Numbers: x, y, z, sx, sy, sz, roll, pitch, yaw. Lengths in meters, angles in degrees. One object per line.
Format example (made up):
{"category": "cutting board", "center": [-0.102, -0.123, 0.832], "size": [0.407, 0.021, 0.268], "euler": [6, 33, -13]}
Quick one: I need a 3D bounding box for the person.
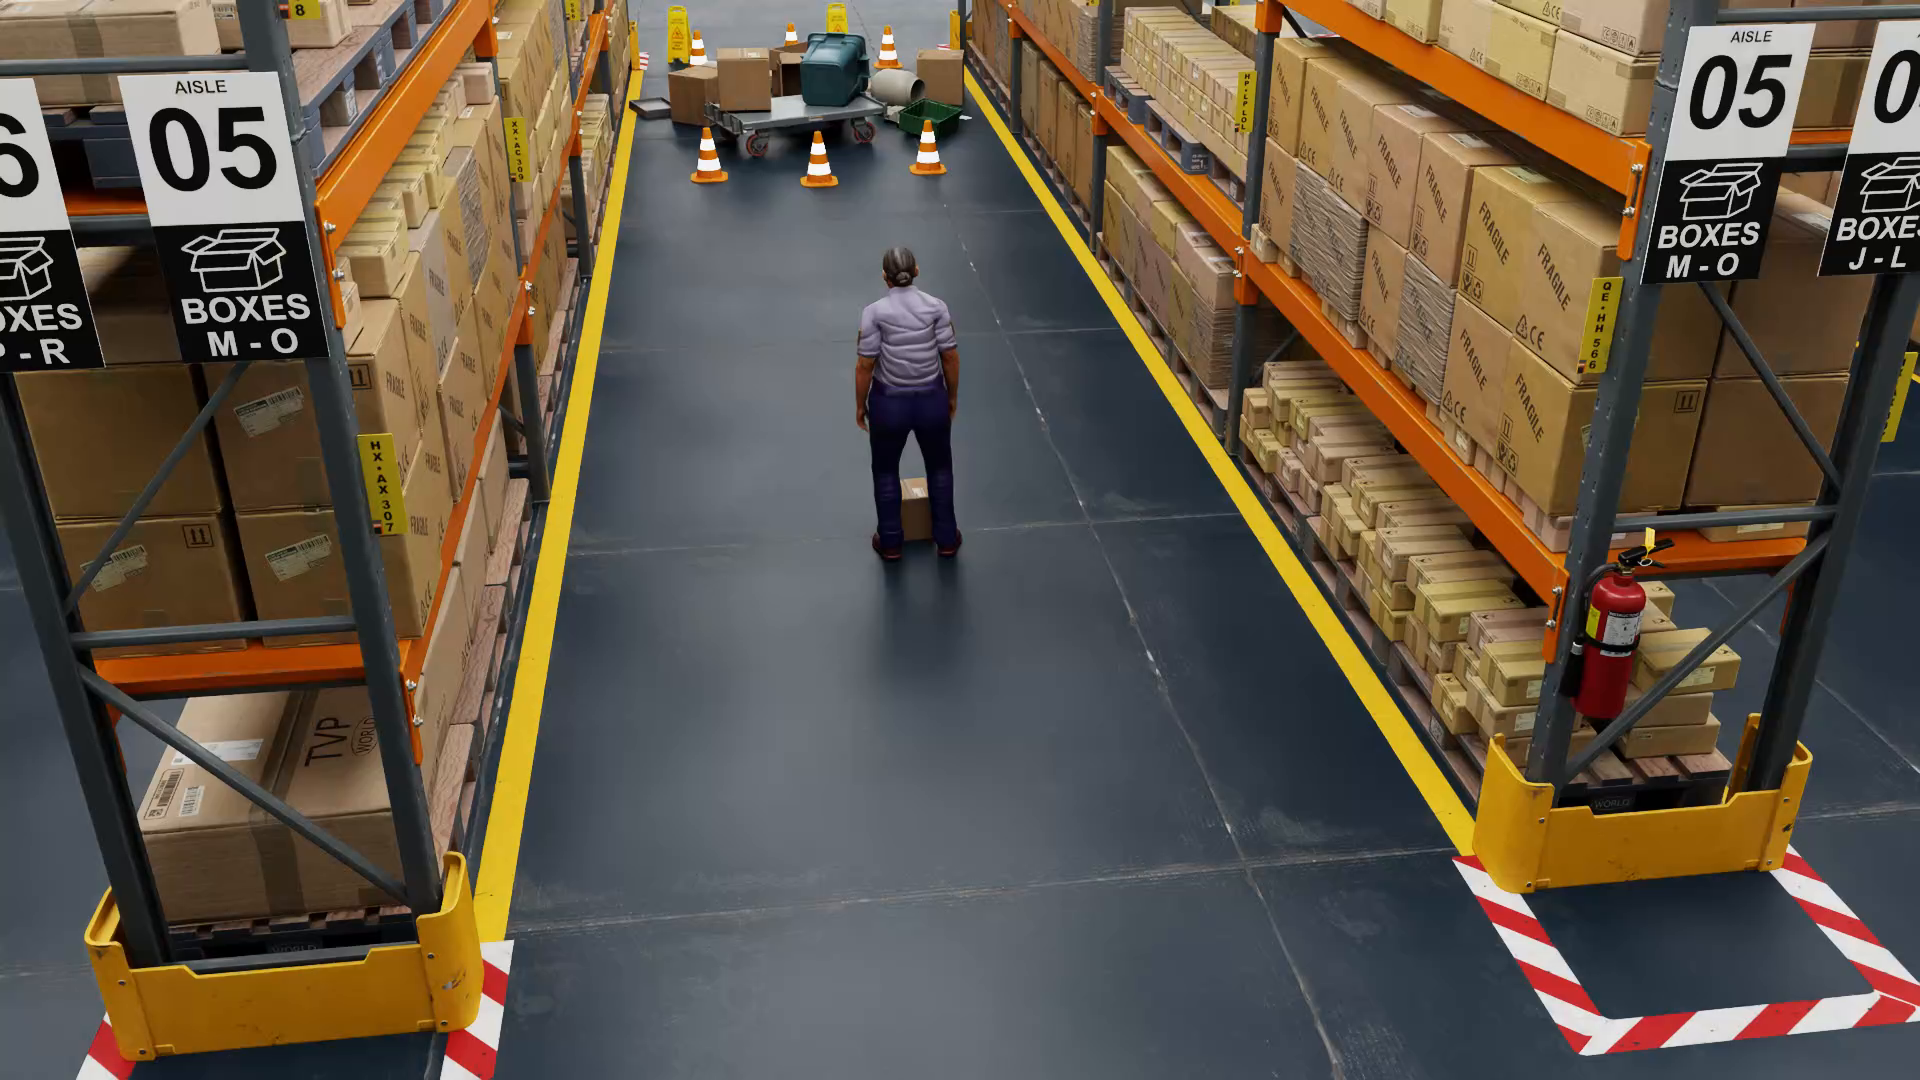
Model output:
{"category": "person", "center": [-0.251, -0.671, 8.441], "size": [0.564, 1.638, 0.372], "euler": [-5, 28, -10]}
